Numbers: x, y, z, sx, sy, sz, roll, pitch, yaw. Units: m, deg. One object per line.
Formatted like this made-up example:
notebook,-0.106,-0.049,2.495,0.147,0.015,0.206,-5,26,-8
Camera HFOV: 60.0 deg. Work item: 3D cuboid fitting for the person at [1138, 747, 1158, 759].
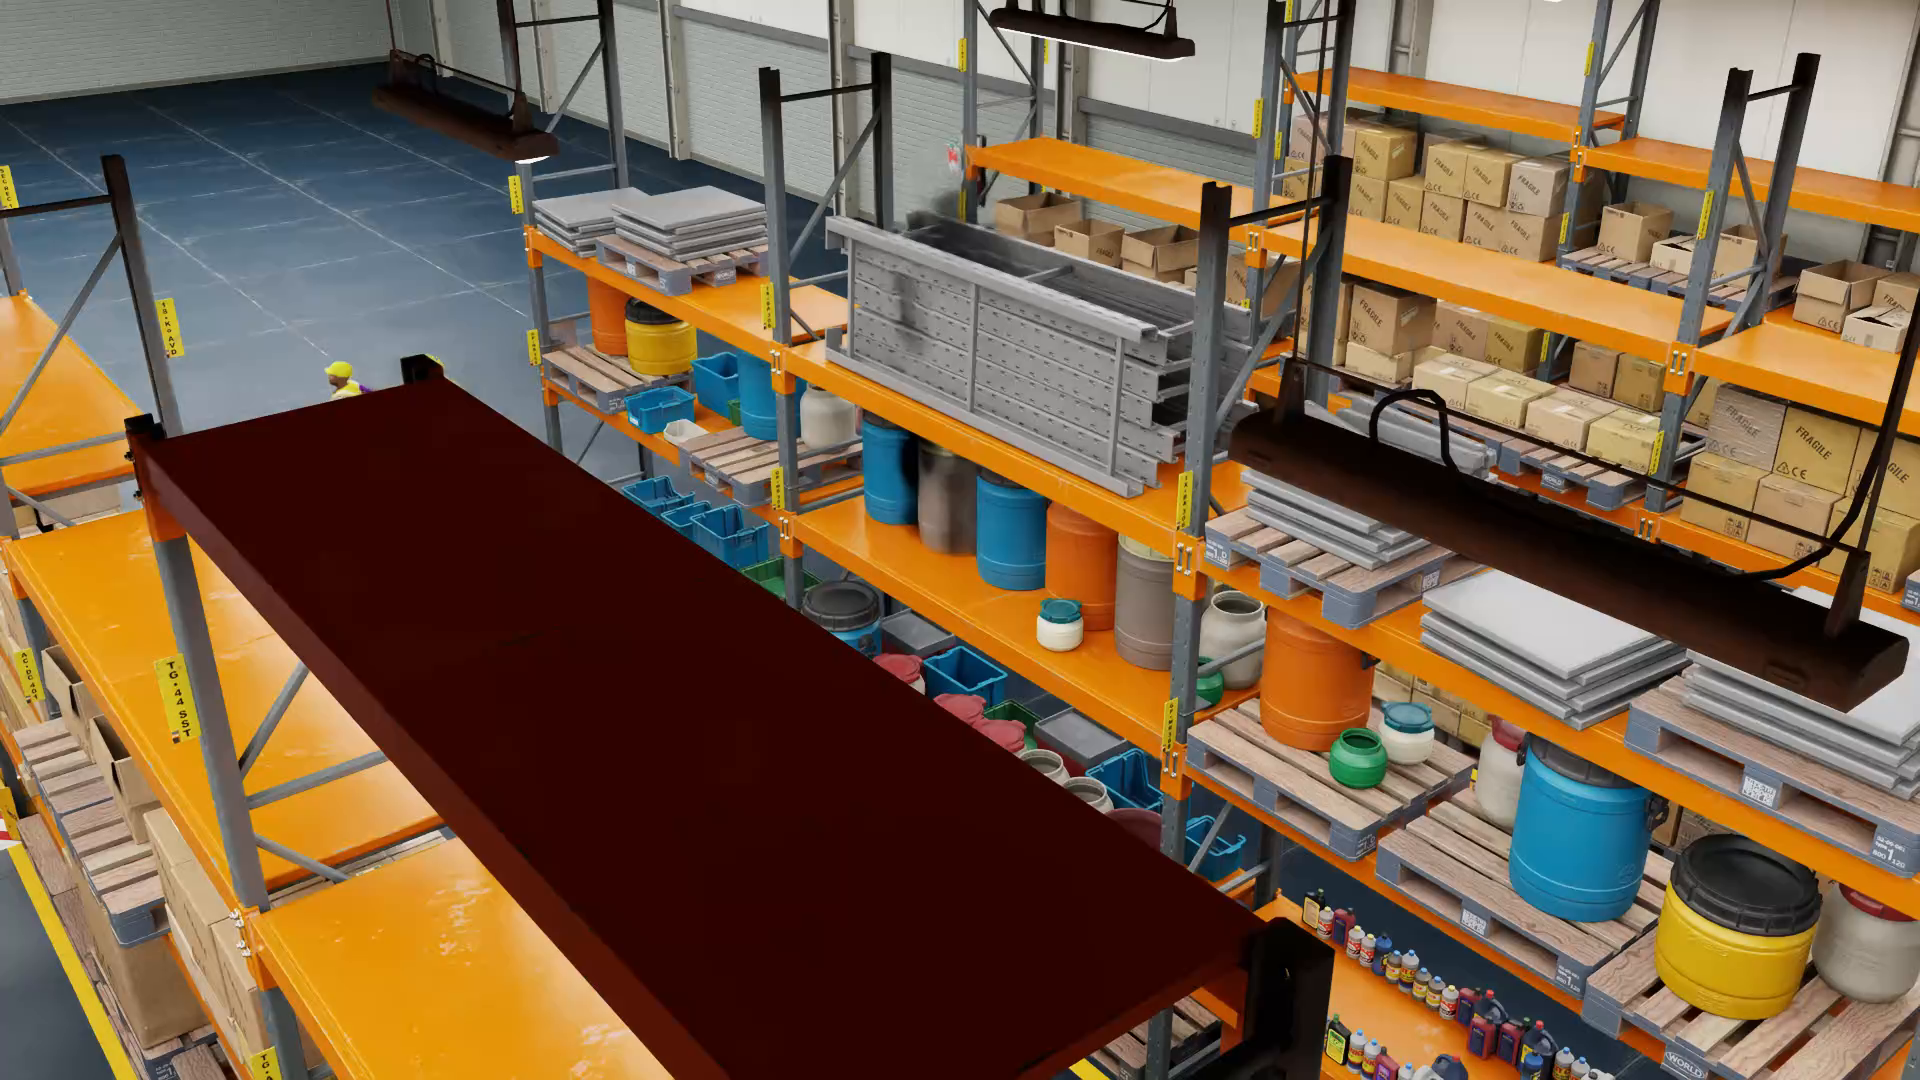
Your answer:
person,1.572,1.062,13.536,0.656,1.786,0.558,23,34,38

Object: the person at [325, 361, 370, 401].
person,-6.908,-1.180,18.679,0.665,1.740,0.685,-7,27,-14

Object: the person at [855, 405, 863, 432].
person,-1.061,-1.732,19.985,0.632,1.626,0.609,-2,26,-4
